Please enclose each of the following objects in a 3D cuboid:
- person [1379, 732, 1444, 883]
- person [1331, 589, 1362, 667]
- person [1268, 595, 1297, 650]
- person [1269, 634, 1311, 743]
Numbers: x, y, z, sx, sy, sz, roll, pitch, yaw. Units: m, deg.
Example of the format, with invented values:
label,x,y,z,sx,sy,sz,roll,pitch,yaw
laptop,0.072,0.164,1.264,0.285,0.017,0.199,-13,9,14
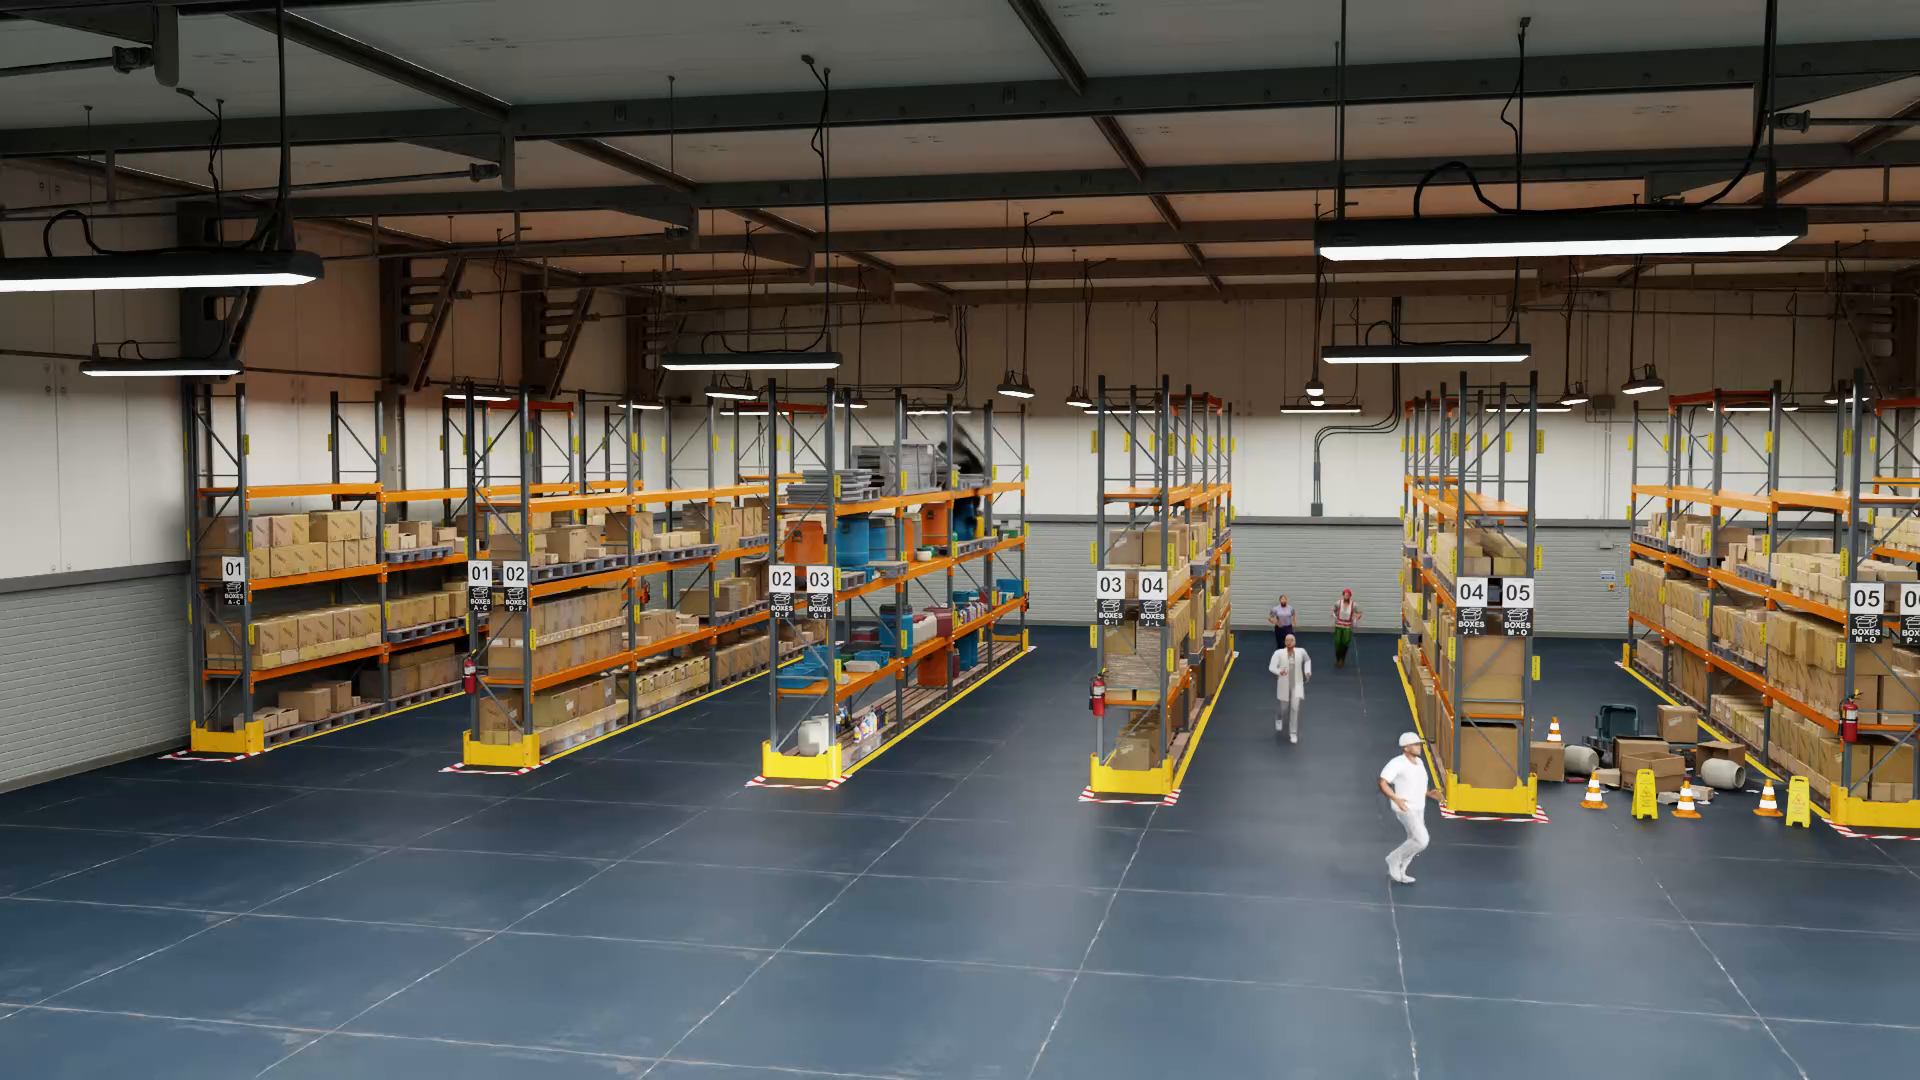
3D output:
label,x,y,z,sx,sy,sz,roll,pitch,yaw
person,5.154,3.047,18.883,0.561,1.719,0.676,3,4,43
person,8.663,1.986,37.433,0.660,1.767,0.661,1,4,23
person,7.255,2.070,37.344,0.655,1.676,0.780,0,3,1
person,5.626,2.496,28.366,0.718,1.794,1.047,0,3,6
